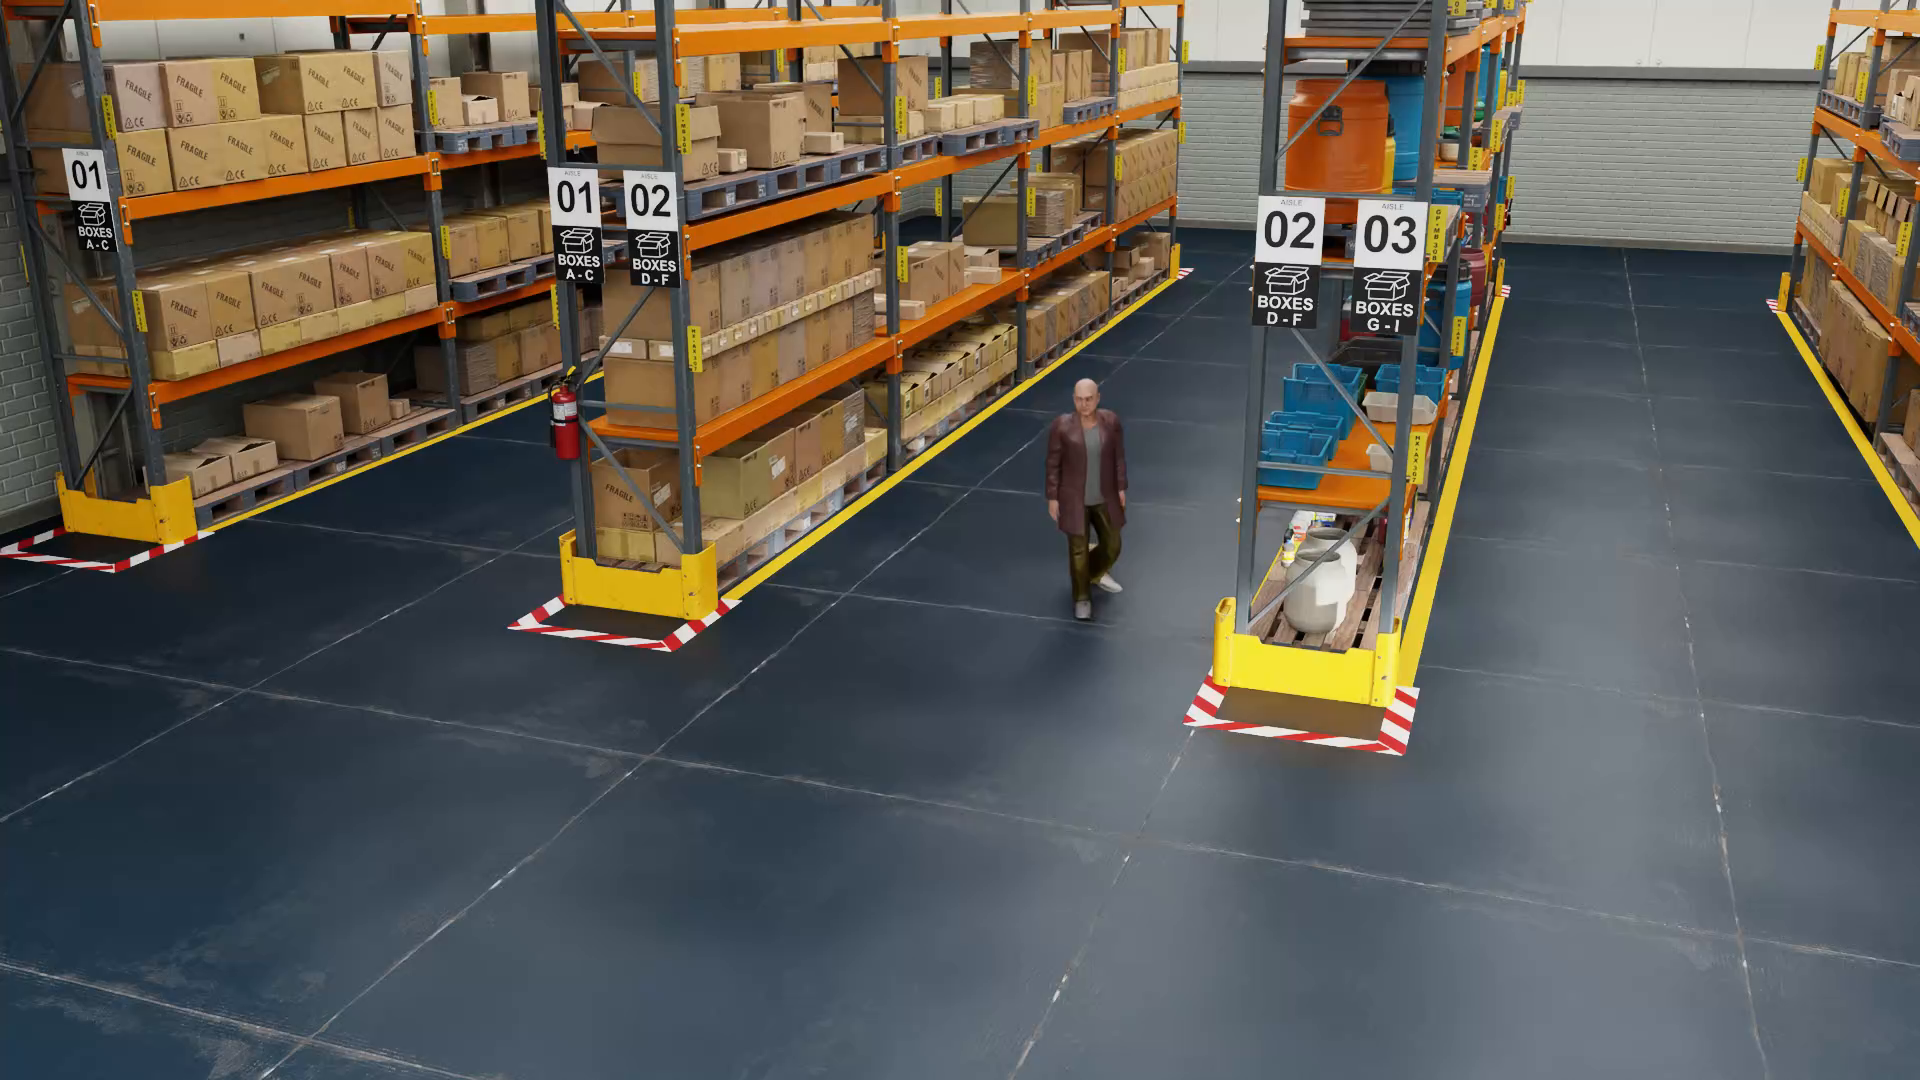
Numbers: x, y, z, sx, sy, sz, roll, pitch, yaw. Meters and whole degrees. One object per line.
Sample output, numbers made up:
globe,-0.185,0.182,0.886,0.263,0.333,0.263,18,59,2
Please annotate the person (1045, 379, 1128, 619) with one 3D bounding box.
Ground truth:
person,0.912,-0.334,12.074,0.628,1.773,0.574,-3,19,-10
